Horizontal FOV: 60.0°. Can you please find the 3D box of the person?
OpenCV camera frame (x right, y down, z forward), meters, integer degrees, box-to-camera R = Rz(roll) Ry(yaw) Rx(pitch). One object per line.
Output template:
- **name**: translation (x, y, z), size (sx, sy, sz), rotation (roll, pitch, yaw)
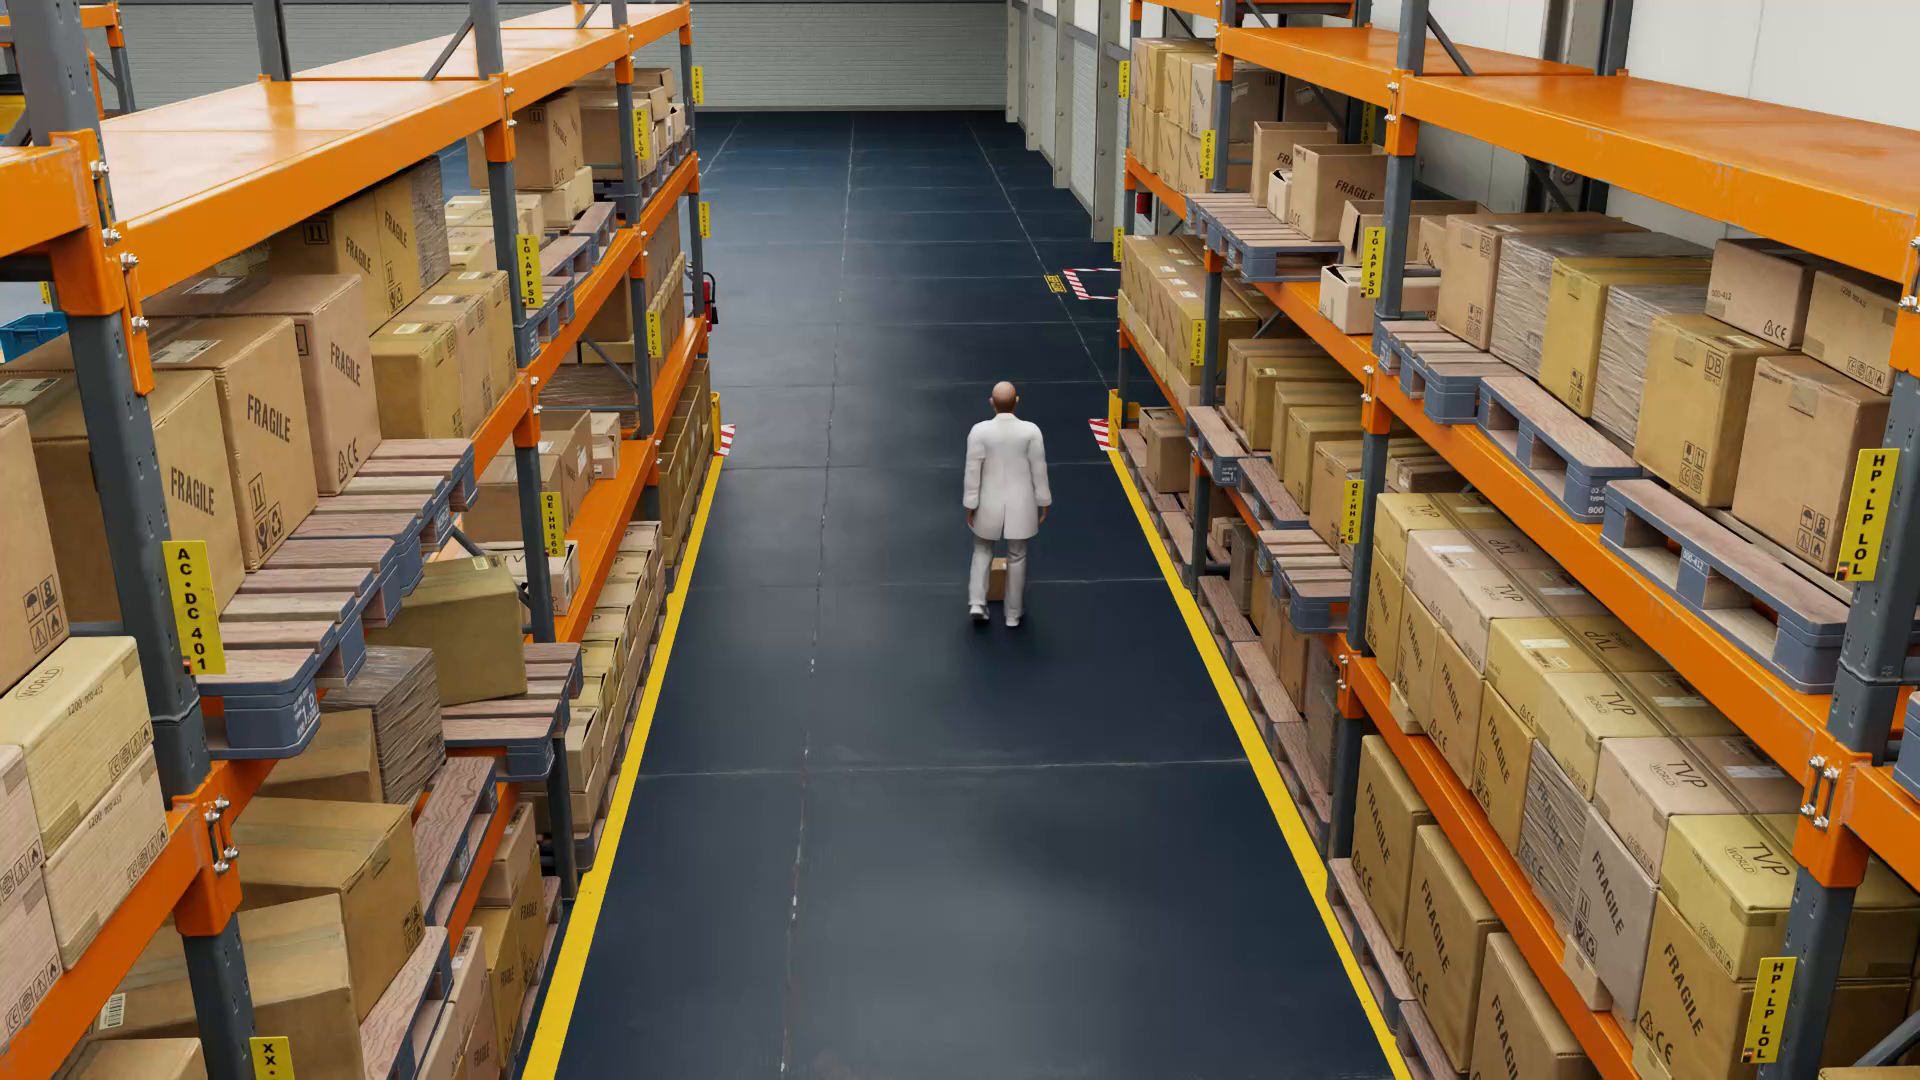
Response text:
- **person**: translation (0.339, -0.246, 11.776), size (0.630, 1.808, 0.439), rotation (1, 20, 4)
